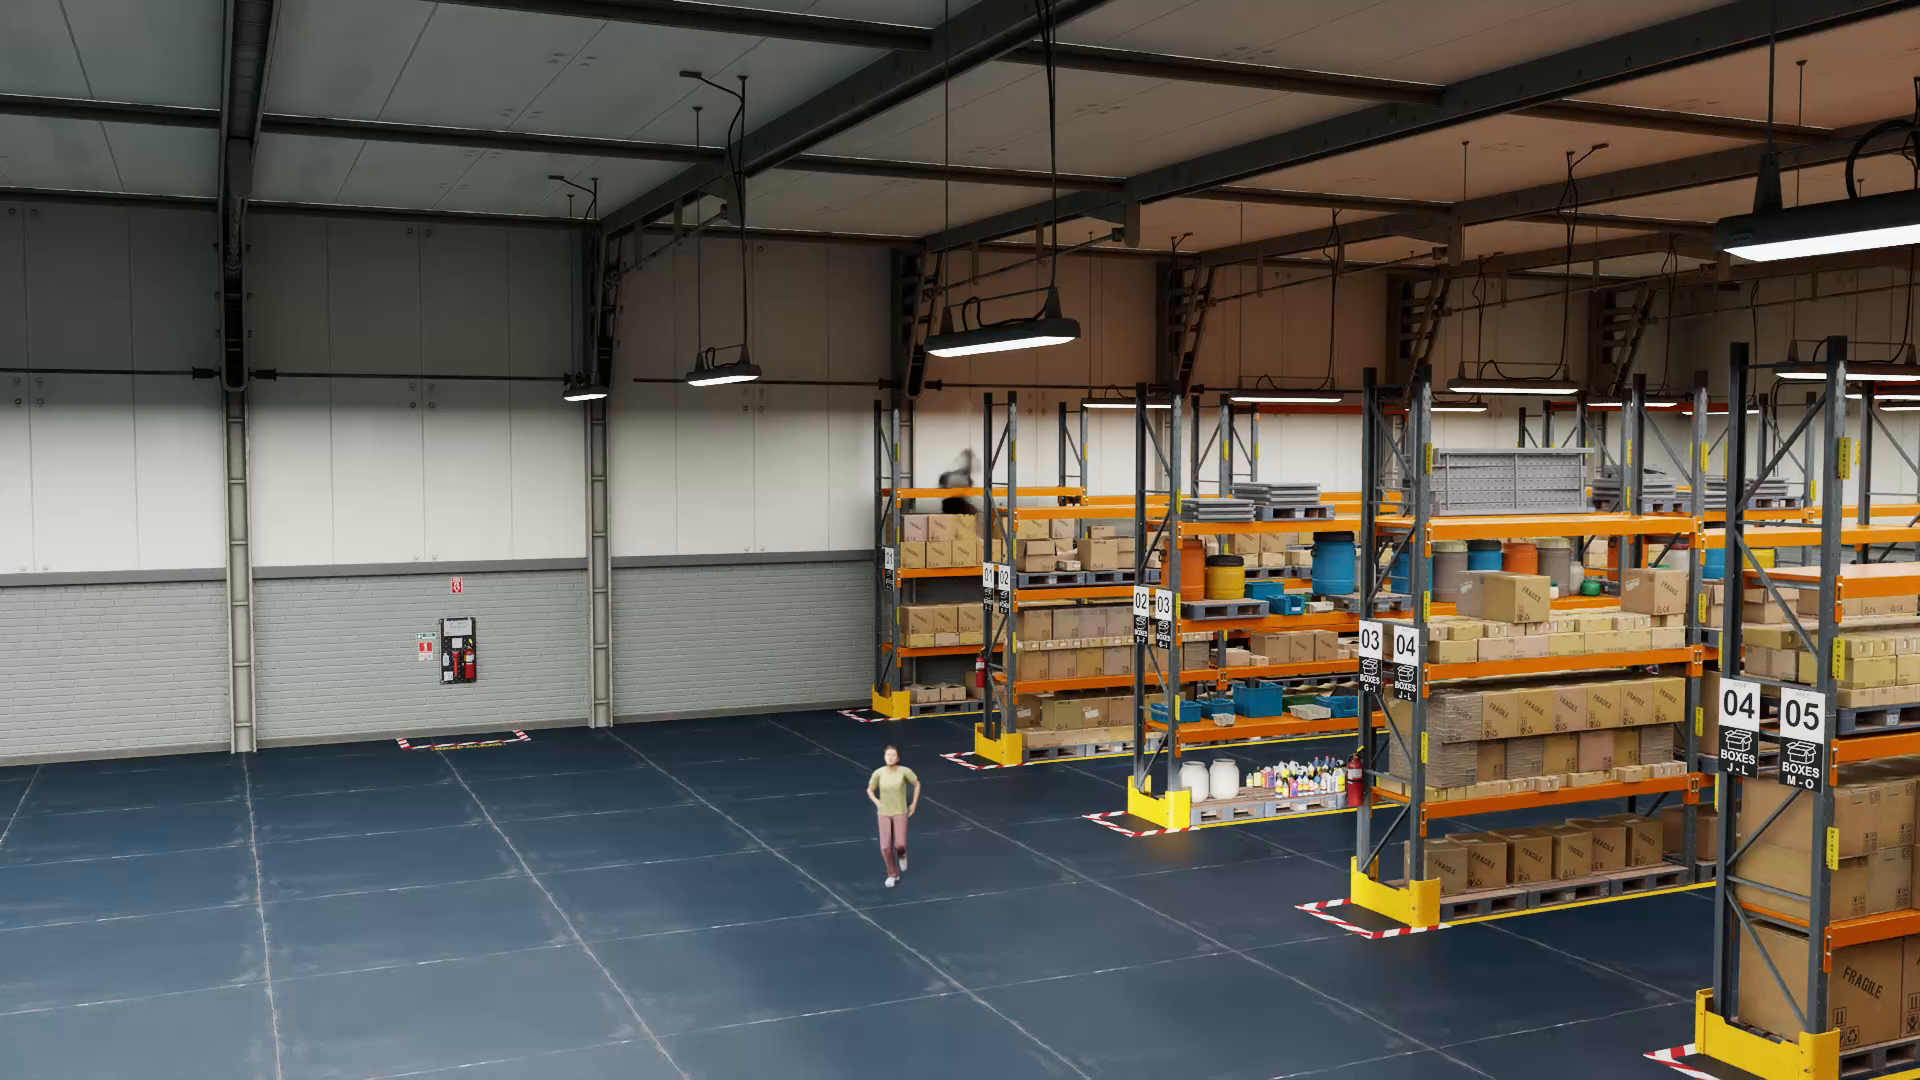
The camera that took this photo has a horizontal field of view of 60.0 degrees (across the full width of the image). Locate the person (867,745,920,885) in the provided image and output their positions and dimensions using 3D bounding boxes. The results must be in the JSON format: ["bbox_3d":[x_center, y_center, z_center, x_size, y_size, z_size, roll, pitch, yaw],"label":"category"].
[{"bbox_3d":[-0.787,3.217,19.473,0.617,1.636,0.560,0,3,4],"label":"person"}]
